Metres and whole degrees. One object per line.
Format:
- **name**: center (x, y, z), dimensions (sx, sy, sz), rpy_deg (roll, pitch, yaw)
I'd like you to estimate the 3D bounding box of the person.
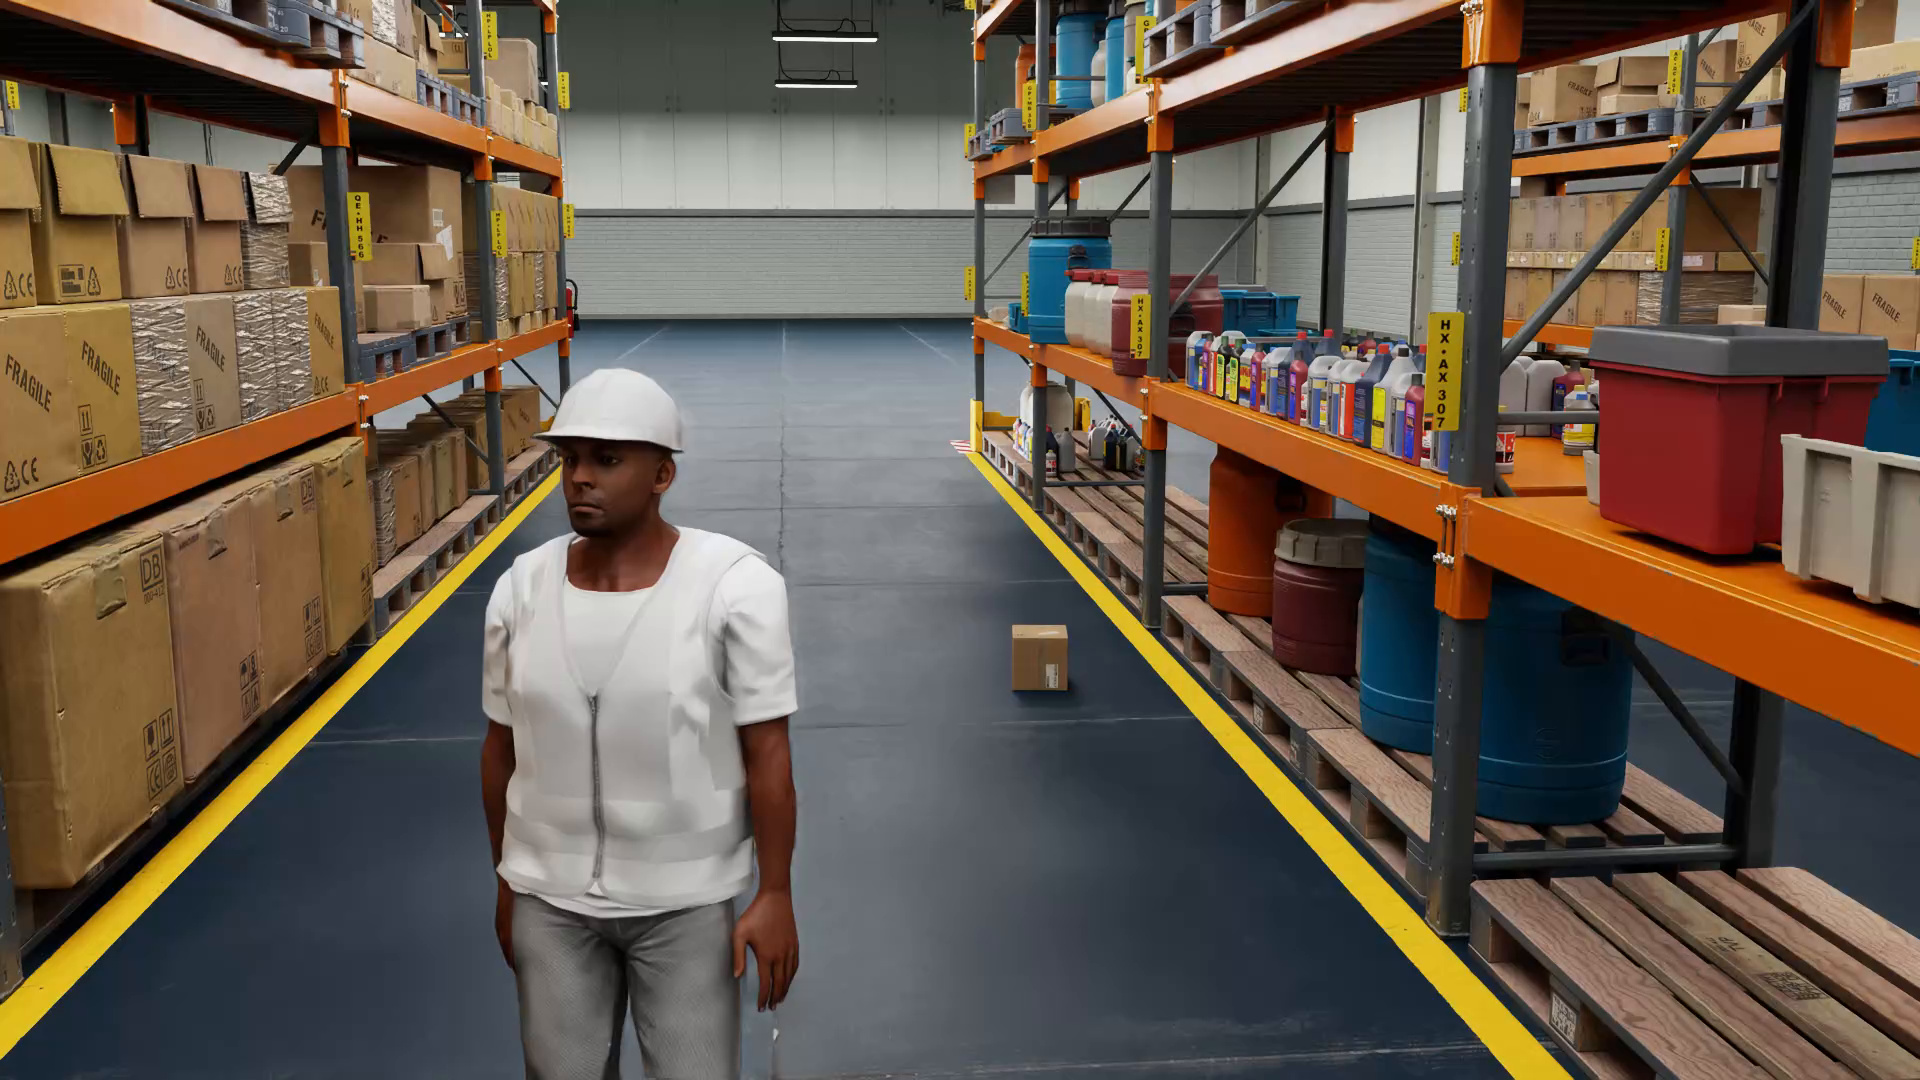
- **person**: center (-0.549, 0.585, 2.861), dimensions (0.579, 1.754, 0.641), rpy_deg (1, 10, 7)
